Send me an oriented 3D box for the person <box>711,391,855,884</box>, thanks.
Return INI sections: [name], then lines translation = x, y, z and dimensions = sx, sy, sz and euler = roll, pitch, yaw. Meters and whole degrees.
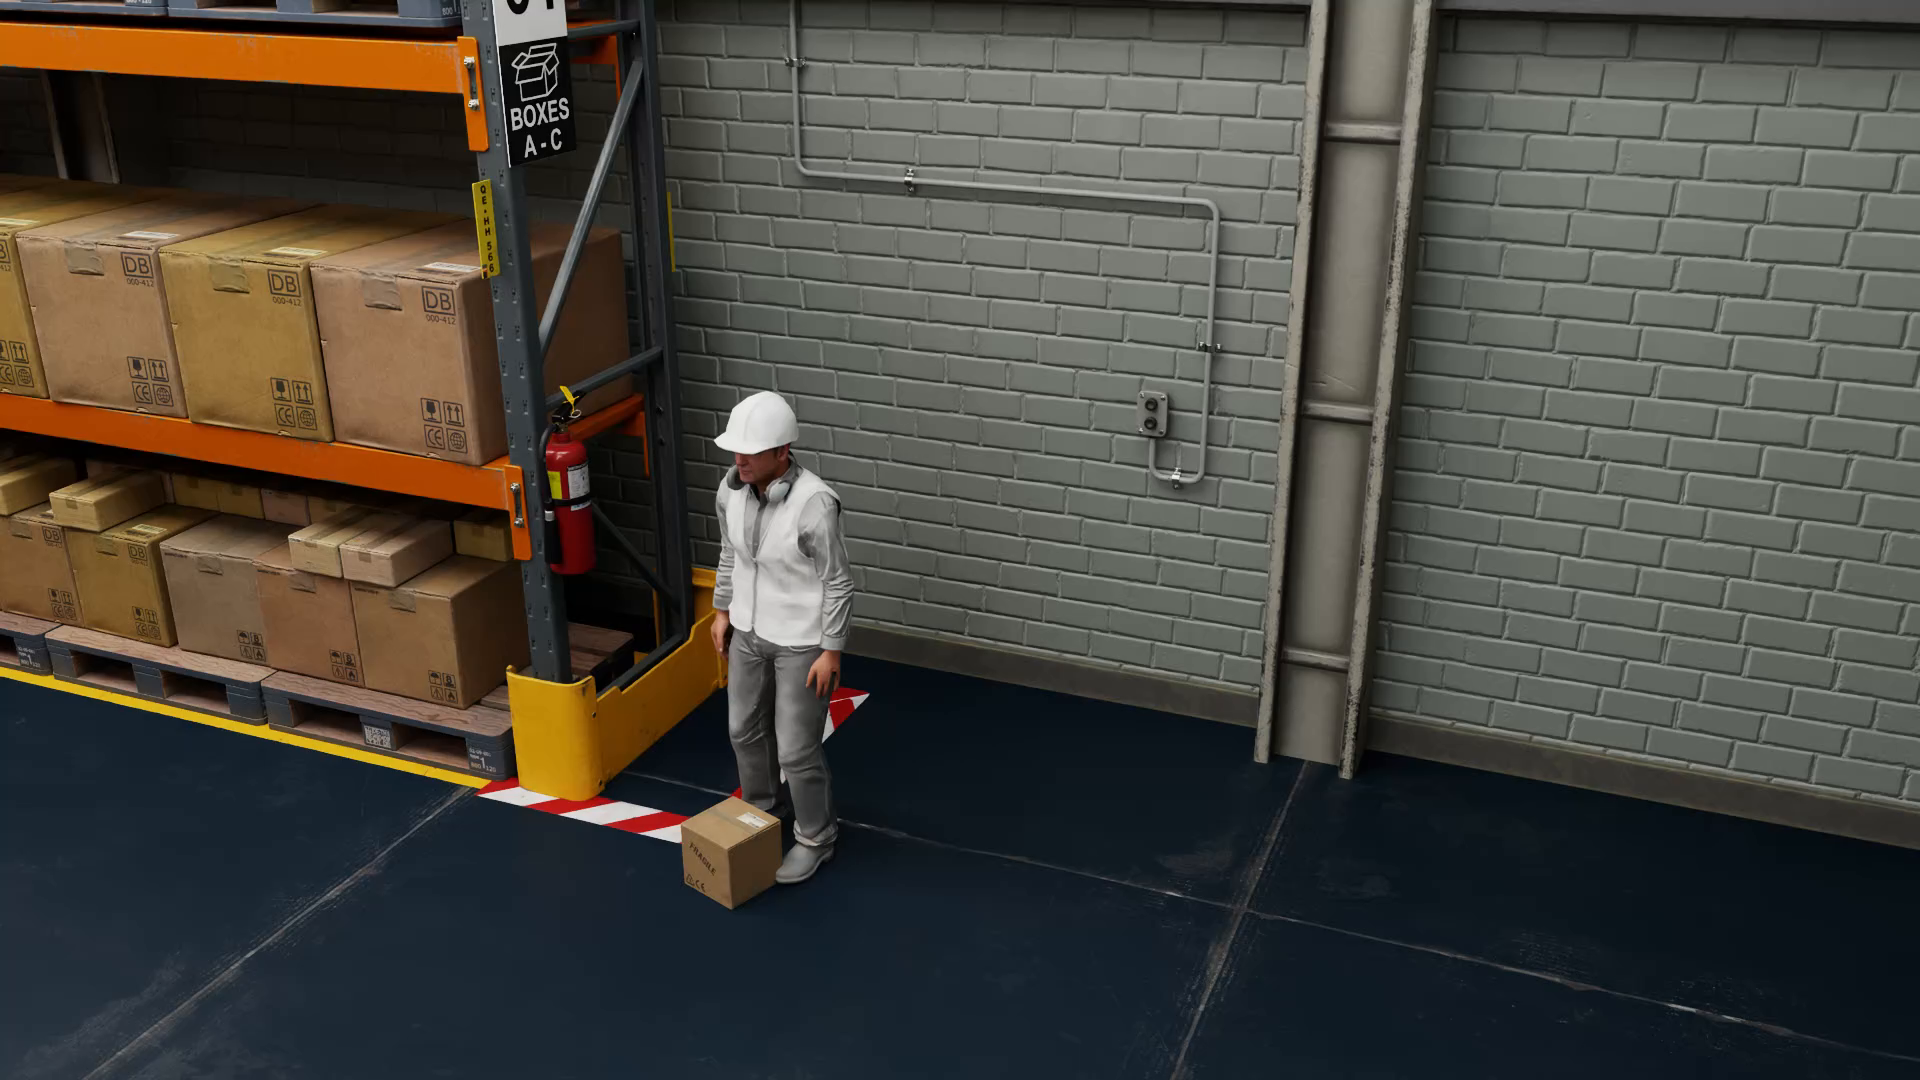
[person]
translation = -0.625, 0.324, 5.760
dimensions = 0.594, 1.771, 0.462
euler = 17, 28, 36
